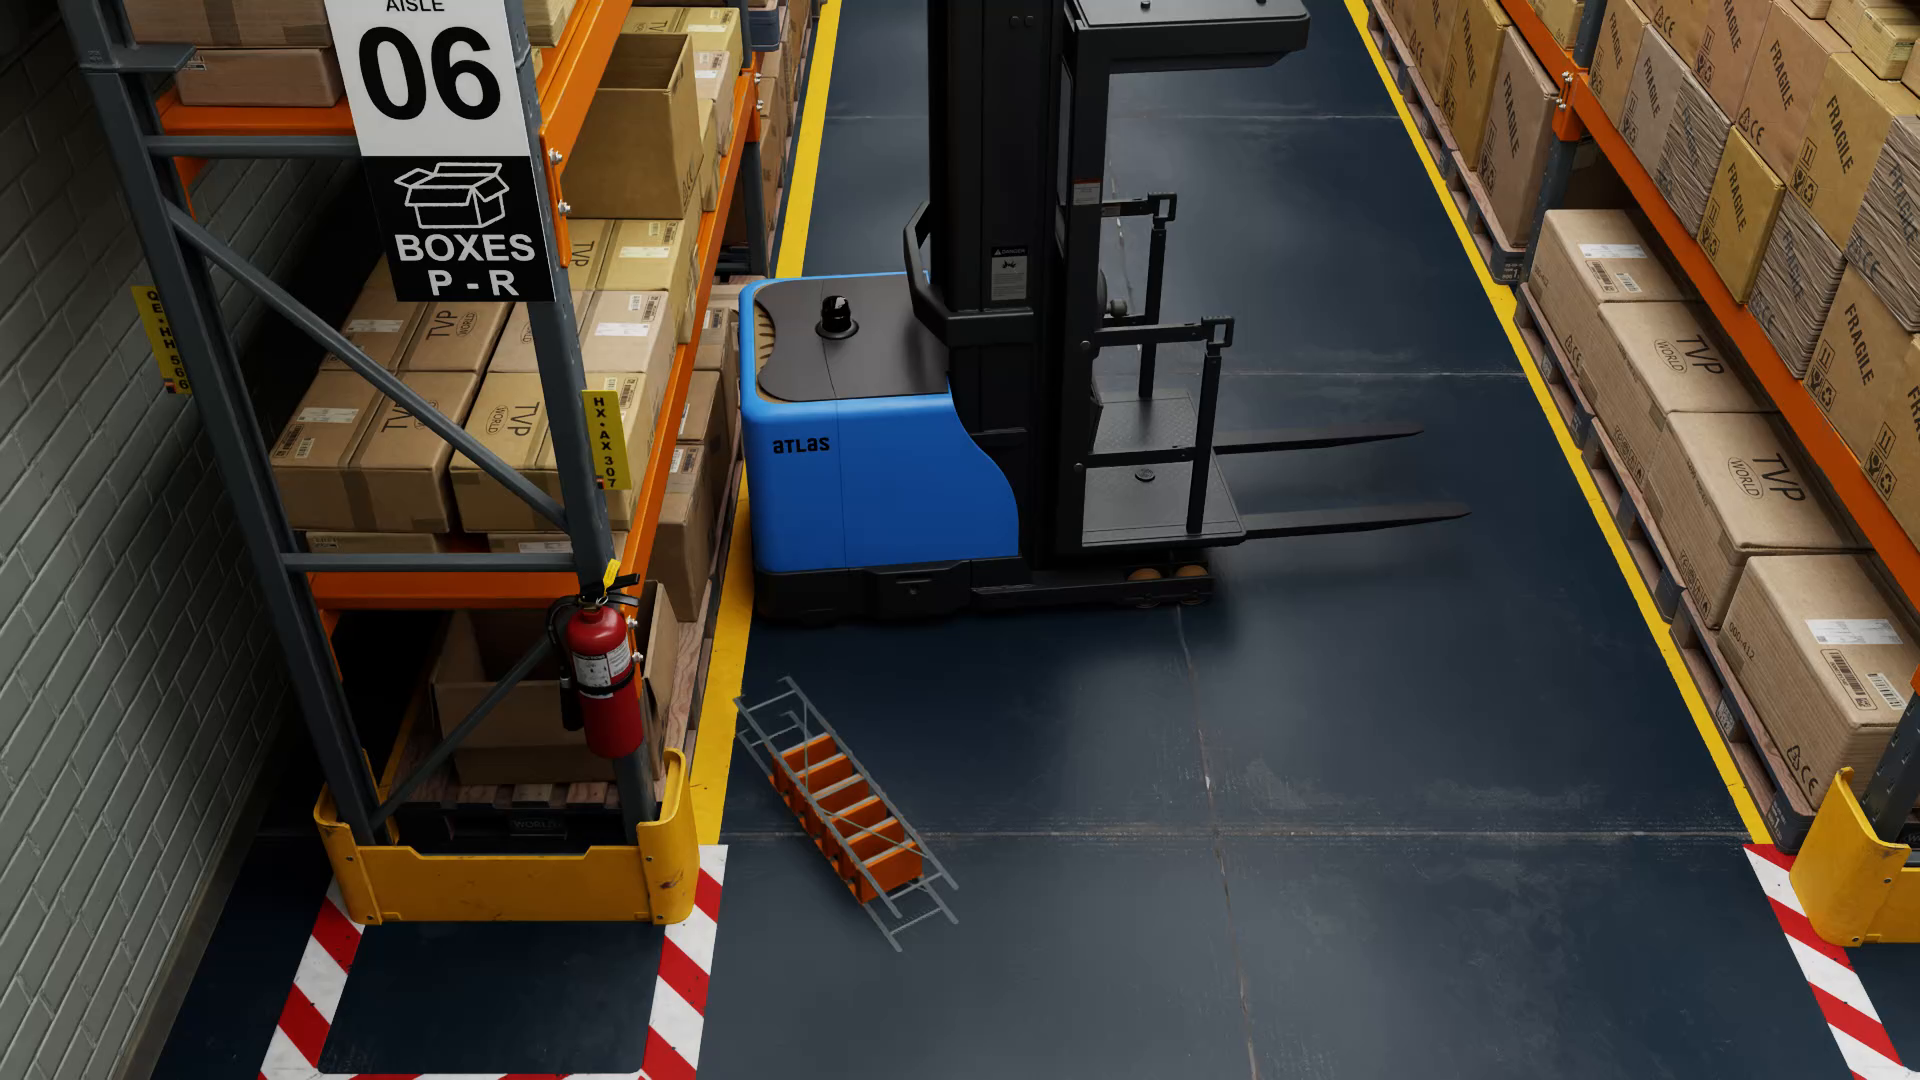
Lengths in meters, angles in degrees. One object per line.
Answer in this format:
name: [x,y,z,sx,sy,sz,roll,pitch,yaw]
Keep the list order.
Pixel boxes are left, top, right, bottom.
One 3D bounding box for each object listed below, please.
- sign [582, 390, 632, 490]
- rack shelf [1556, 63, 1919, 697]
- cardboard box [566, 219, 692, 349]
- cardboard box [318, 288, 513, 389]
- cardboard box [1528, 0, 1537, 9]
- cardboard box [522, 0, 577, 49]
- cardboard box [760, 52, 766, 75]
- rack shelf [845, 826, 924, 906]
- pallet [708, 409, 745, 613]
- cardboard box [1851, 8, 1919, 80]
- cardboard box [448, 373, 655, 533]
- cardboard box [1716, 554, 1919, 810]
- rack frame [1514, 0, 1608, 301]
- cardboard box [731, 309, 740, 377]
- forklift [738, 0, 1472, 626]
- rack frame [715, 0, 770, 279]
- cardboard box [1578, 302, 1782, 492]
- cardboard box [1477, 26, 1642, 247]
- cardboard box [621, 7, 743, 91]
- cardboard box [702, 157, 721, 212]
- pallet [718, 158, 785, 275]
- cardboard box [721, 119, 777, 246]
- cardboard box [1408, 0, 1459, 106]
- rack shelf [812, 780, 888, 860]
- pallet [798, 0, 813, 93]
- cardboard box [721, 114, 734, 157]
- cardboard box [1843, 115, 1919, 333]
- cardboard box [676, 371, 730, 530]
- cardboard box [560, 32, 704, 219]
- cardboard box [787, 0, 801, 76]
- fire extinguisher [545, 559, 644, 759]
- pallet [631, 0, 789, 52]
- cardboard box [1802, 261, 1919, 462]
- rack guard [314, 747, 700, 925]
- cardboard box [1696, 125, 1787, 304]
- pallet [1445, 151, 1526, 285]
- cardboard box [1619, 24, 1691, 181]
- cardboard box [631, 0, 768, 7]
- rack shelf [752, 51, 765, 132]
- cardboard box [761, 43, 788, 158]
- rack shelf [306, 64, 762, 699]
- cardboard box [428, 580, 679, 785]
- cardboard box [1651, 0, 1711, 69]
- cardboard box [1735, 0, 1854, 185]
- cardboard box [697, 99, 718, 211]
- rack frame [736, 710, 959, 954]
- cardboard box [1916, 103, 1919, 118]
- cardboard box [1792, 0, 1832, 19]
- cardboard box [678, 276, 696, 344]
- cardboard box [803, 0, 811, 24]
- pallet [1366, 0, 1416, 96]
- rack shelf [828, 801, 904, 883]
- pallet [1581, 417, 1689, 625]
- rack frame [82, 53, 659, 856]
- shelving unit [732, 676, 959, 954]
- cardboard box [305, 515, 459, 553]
sign: [-0.956,-0.268,4.493,0.100,0.325,0.005,0,39,0]
rack shelf: [3.463,-0.905,6.556,1.077,0.370,4.000,0,39,0]
cardboard box: [-1.234,-0.903,5.860,0.500,0.250,0.500,-1,39,-1]
cardboard box: [-1.763,-0.597,5.478,0.500,0.250,0.500,0,39,0]
cardboard box: [3.209,-2.977,8.686,0.500,0.250,0.500,-1,39,-1]
cardboard box: [-1.225,-1.435,4.126,0.500,0.250,0.500,0,39,-1]
cardboard box: [-1.303,-2.758,9.437,0.380,0.149,0.250,0,39,0]
rack shelf: [-0.257,1.113,5.707,0.258,0.180,0.103,-22,44,-25]
pallet: [-1.499,-0.148,7.266,1.003,0.211,1.213,0,39,0]
cardboard box: [3.208,-1.640,5.499,0.380,0.149,0.250,1,39,1]
cardboard box: [-1.229,-0.271,5.071,0.500,0.250,0.500,0,39,0]
cardboard box: [3.365,0.488,5.955,0.875,0.438,0.875,-1,39,-2]
rack frame: [3.461,-2.437,7.892,1.000,3.000,0.127,0,39,0]
cardboard box: [-1.208,-0.956,7.895,0.396,0.266,0.258,1,39,2]
forklift: [0.626,-1.188,6.388,3.031,2.935,1.130,-4,39,-5]
rack frame: [-1.503,-2.431,7.885,1.000,3.000,0.127,0,39,0]
cardboard box: [3.356,-0.648,7.373,0.875,0.438,0.875,-1,39,-1]
cardboard box: [3.380,-2.159,8.909,0.875,0.875,0.875,1,39,1]
cardboard box: [-1.258,-2.170,7.441,0.500,0.250,0.500,1,39,1]
cardboard box: [-1.202,-1.484,6.905,0.380,0.149,0.250,-1,39,-1]
pallet: [-1.542,-1.851,9.391,1.003,0.211,1.213,0,39,0]
cardboard box: [-1.278,-1.922,8.913,0.500,0.500,0.500,2,39,2]
cardboard box: [3.371,-3.283,10.311,0.875,0.875,0.875,0,39,1]
rack shelf: [-0.386,0.986,5.864,0.258,0.180,0.103,-22,44,-25]
pallet: [-1.544,-3.377,11.295,1.003,0.211,1.213,0,39,0]
cardboard box: [-1.203,-1.808,7.309,0.380,0.149,0.250,1,39,1]
cardboard box: [3.197,-0.993,5.210,0.500,0.500,0.500,0,39,0]
cardboard box: [-1.267,-0.366,6.971,0.500,0.500,0.500,1,39,1]
cardboard box: [-1.231,-1.501,6.007,0.500,0.500,0.500,1,39,1]
cardboard box: [-1.299,-3.216,10.528,0.500,0.500,0.500,2,39,2]
fire extinguisher: [-1.036,0.338,4.790,0.296,0.674,0.183,0,39,0]
pallet: [-1.395,-2.856,8.568,1.003,0.211,1.213,0,39,0]
cardboard box: [3.215,-0.590,5.507,0.500,0.500,0.500,-1,39,-1]
rack guard: [-1.498,0.999,5.604,1.175,0.500,0.348,0,39,0]
cardboard box: [3.191,-1.234,6.311,0.500,0.500,0.500,1,39,1]
pallet: [3.385,-1.831,9.366,1.003,0.211,1.213,0,39,0]
cardboard box: [3.196,-1.867,7.102,0.500,0.500,0.500,0,39,0]
cardboard box: [-1.280,-2.936,8.100,0.700,0.500,0.500,1,39,1]
rack shelf: [-1.505,-3.401,9.670,1.077,0.370,4.000,0,39,0]
cardboard box: [-1.285,-2.567,9.718,0.500,0.500,0.500,-1,39,-1]
rack shelf: [-1.500,-0.899,6.549,1.077,0.370,4.000,0,39,0]
cardboard box: [-1.404,0.498,5.890,0.797,0.503,0.637,-1,39,-2]
cardboard box: [3.214,-2.252,6.782,0.500,0.500,0.500,-1,39,-1]
cardboard box: [3.201,-1.616,5.989,0.500,0.500,0.500,0,39,0]
cardboard box: [-1.256,-1.545,6.661,0.500,0.250,0.500,0,39,0]
rack frame: [-0.427,1.017,5.971,0.240,0.006,1.200,-22,44,-25]
cardboard box: [3.197,-1.320,5.100,0.380,0.149,0.250,1,39,1]
cardboard box: [3.185,-1.969,5.910,0.380,0.149,0.250,0,39,0]
cardboard box: [-1.176,-0.843,6.104,0.380,0.149,0.250,-1,39,-1]
cardboard box: [-1.292,-3.856,11.327,0.500,0.500,0.500,1,39,1]
pallet: [3.382,-3.357,11.270,1.003,0.211,1.213,0,39,0]
rack shelf: [-0.321,1.050,5.785,0.258,0.180,0.103,-22,44,-25]
pallet: [3.388,-0.108,7.216,1.003,0.211,1.213,0,39,0]
rack frame: [-1.498,0.071,4.763,1.000,3.000,0.127,0,39,0]
shelving unit: [-0.426,0.945,5.913,0.258,0.189,1.200,-22,44,-25]
cardboard box: [-1.767,-0.038,5.100,0.380,0.149,0.250,0,39,-1]
